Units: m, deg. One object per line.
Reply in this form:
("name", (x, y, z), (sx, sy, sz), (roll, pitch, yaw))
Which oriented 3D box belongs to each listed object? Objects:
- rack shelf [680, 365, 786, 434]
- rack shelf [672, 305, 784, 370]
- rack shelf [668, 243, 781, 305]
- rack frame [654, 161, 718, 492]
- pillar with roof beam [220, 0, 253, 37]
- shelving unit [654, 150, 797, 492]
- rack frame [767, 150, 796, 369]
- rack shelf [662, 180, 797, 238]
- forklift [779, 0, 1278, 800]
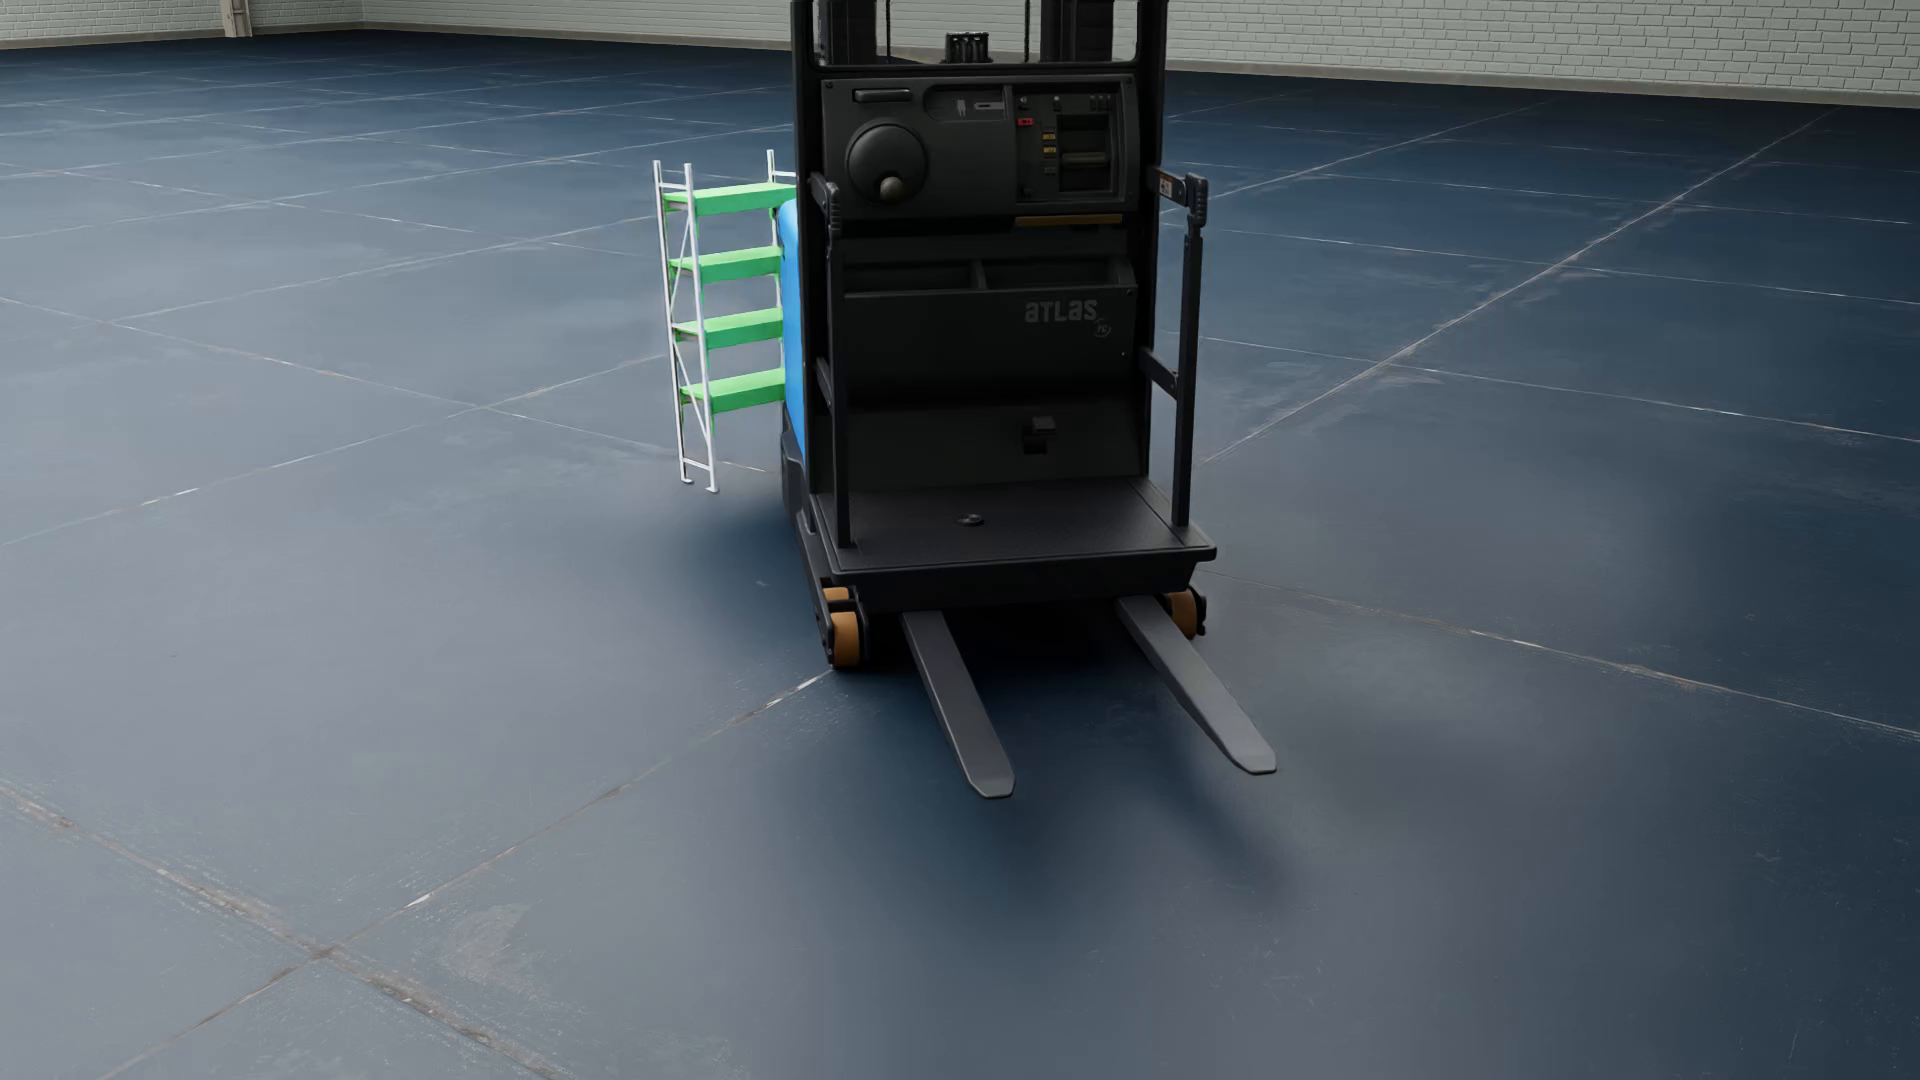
("rack shelf", (-0.808, -0.541, 6.352), (0.480, 0.148, 0.258), (-16, 23, -37))
("rack shelf", (-0.816, -0.769, 6.278), (0.480, 0.148, 0.258), (-16, 23, -37))
("rack shelf", (-0.824, -0.997, 6.205), (0.480, 0.148, 0.258), (-16, 23, -37))
("rack frame", (-1.006, -0.776, 6.113), (0.015, 1.200, 0.240), (-16, 23, -37))
("pillar with roof beam", (-10.234, -13.013, 27.974), (9.100, 9.000, 0.400), (13, 24, 32))
("shelving unit", (-0.818, -0.830, 6.259), (0.503, 1.200, 0.258), (-16, 23, -37))
("rack frame", (-0.630, -0.883, 6.405), (0.015, 1.200, 0.240), (-16, 23, -37))
("rack shelf", (-0.832, -1.225, 6.131), (0.480, 0.148, 0.258), (-16, 23, -37))
("forklift", (0.106, -1.143, 4.631), (1.130, 2.935, 3.031), (-4, 21, -10))
